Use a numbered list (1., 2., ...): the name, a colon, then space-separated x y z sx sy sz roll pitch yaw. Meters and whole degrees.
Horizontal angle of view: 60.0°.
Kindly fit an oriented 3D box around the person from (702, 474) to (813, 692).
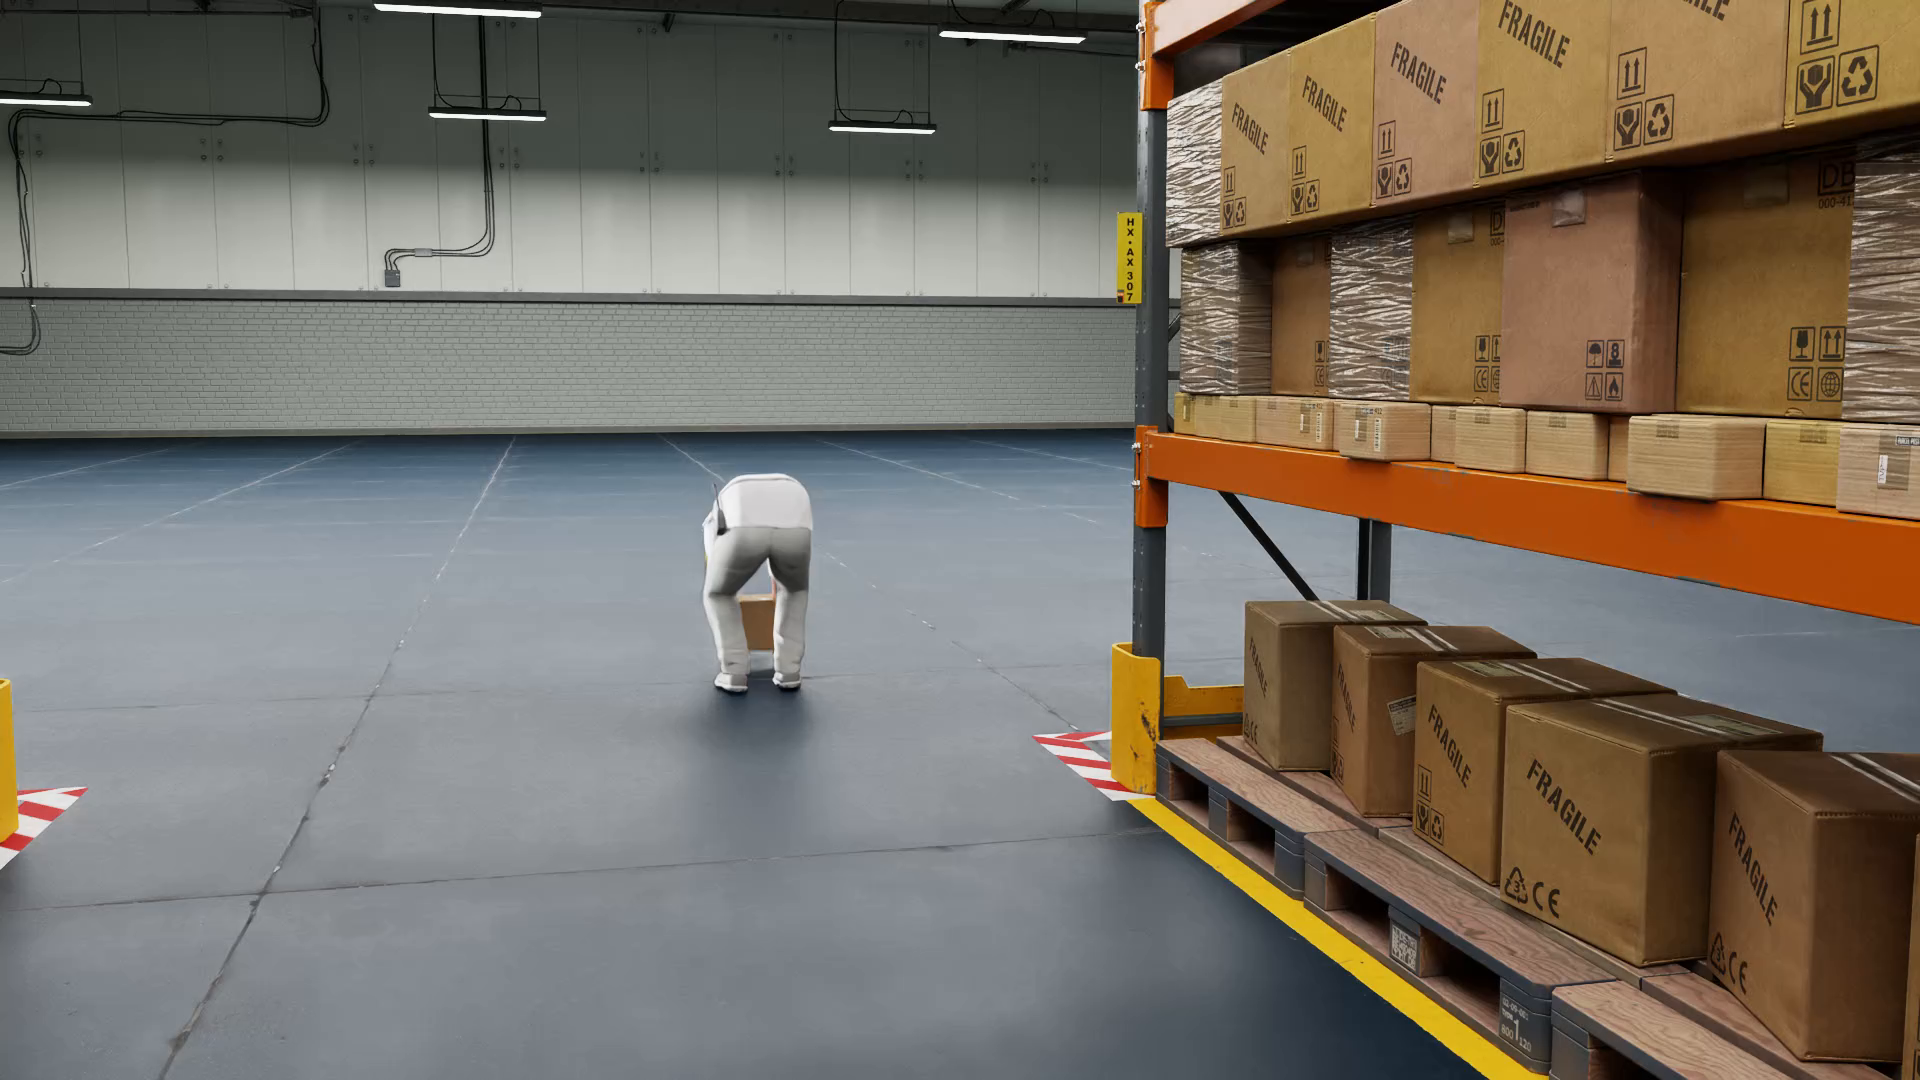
1. person: -1.008 0.180 8.129 0.519 1.033 1.033 -2 6 -16
